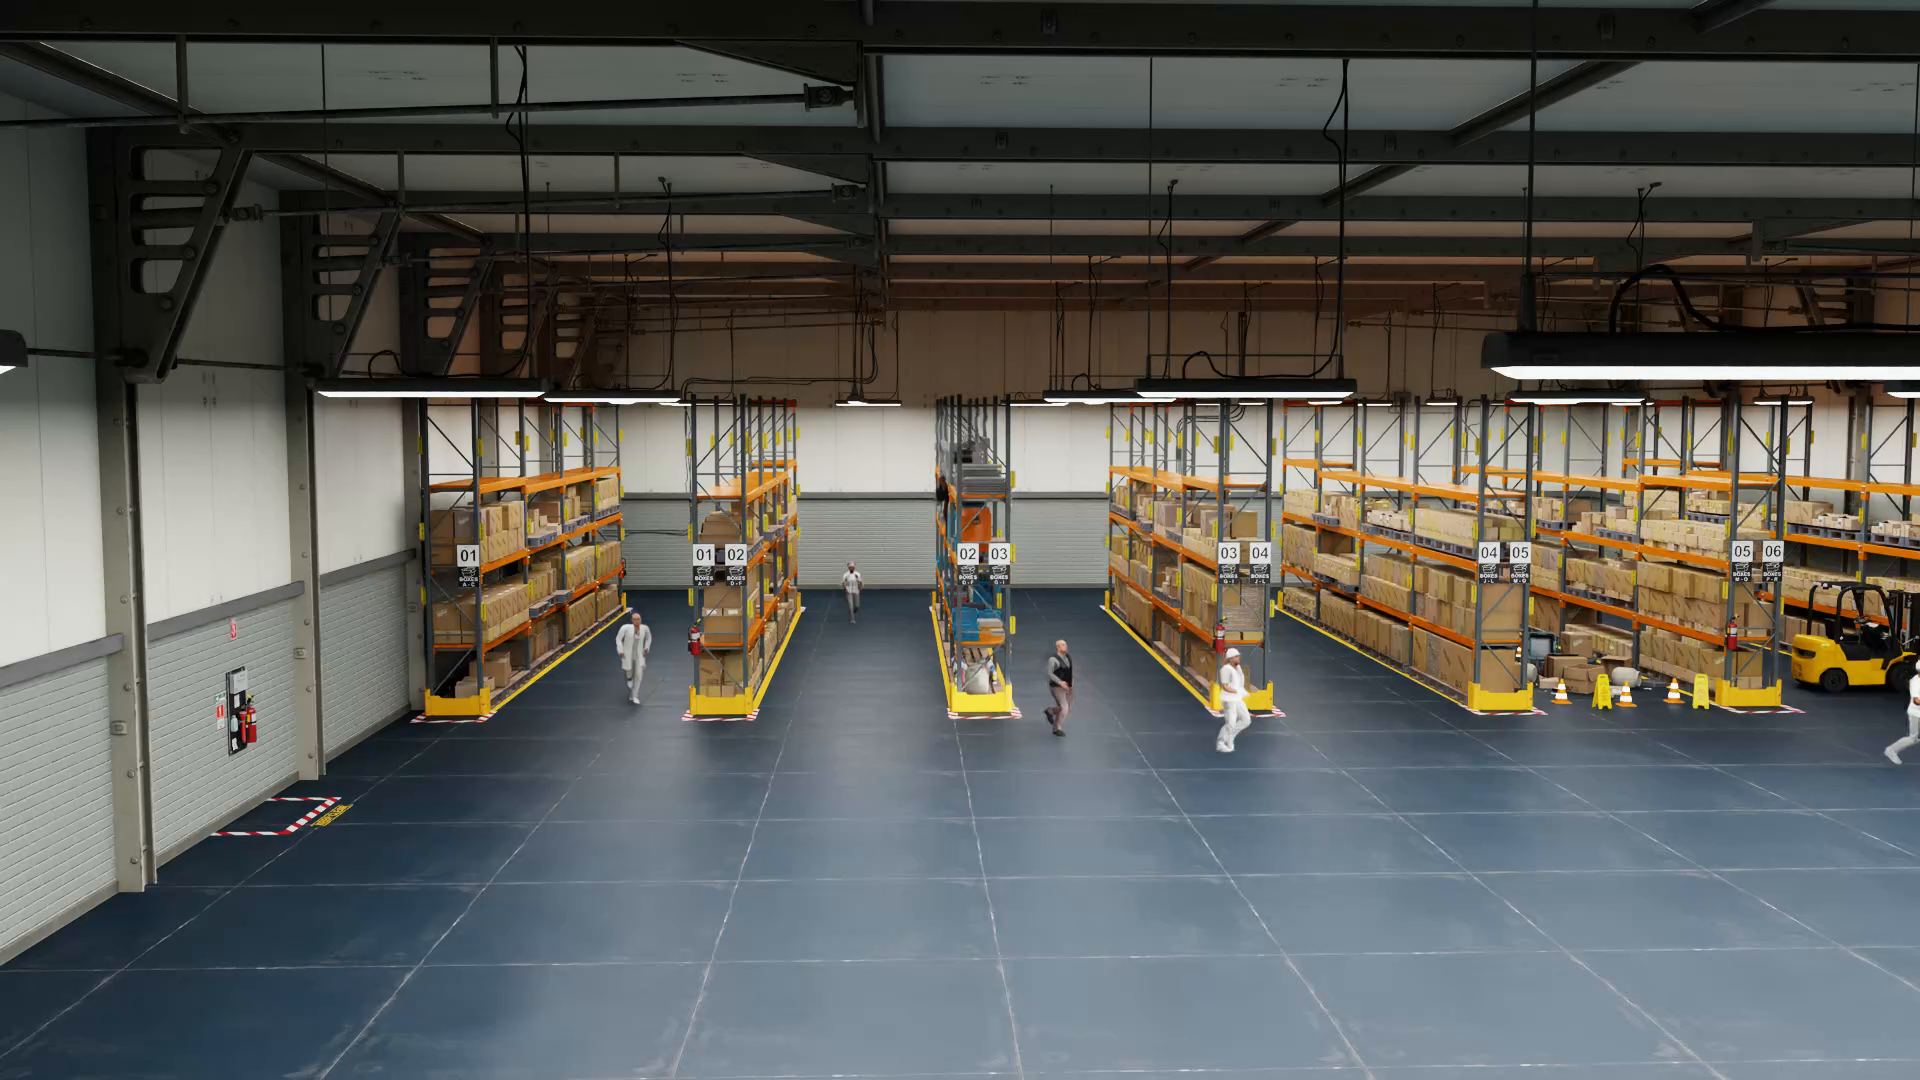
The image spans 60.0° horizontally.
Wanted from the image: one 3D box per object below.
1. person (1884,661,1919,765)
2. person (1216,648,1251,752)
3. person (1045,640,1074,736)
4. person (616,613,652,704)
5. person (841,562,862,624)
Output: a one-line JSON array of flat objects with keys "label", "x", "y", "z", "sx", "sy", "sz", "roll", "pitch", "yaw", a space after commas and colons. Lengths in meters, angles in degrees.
[{"label": "person", "x": 15.096, "y": 2.794, "z": 26.224, "sx": 0.902, "sy": 1.829, "sz": 0.729, "roll": 4, "pitch": 6, "yaw": 44}, {"label": "person", "x": 4.581, "y": 2.668, "z": 27.621, "sx": 0.638, "sy": 1.759, "sz": 0.721, "roll": 3, "pitch": 6, "yaw": 35}, {"label": "person", "x": 1.739, "y": 2.590, "z": 29.261, "sx": 0.650, "sy": 1.692, "sz": 0.674, "roll": 4, "pitch": 6, "yaw": 40}, {"label": "person", "x": -6.415, "y": 2.301, "z": 32.728, "sx": 0.718, "sy": 1.759, "sz": 0.938, "roll": -2, "pitch": 5, "yaw": -19}, {"label": "person", "x": -2.880, "y": 1.401, "z": 44.423, "sx": 0.555, "sy": 1.654, "sz": 0.522, "roll": -1, "pitch": 5, "yaw": -12}]
